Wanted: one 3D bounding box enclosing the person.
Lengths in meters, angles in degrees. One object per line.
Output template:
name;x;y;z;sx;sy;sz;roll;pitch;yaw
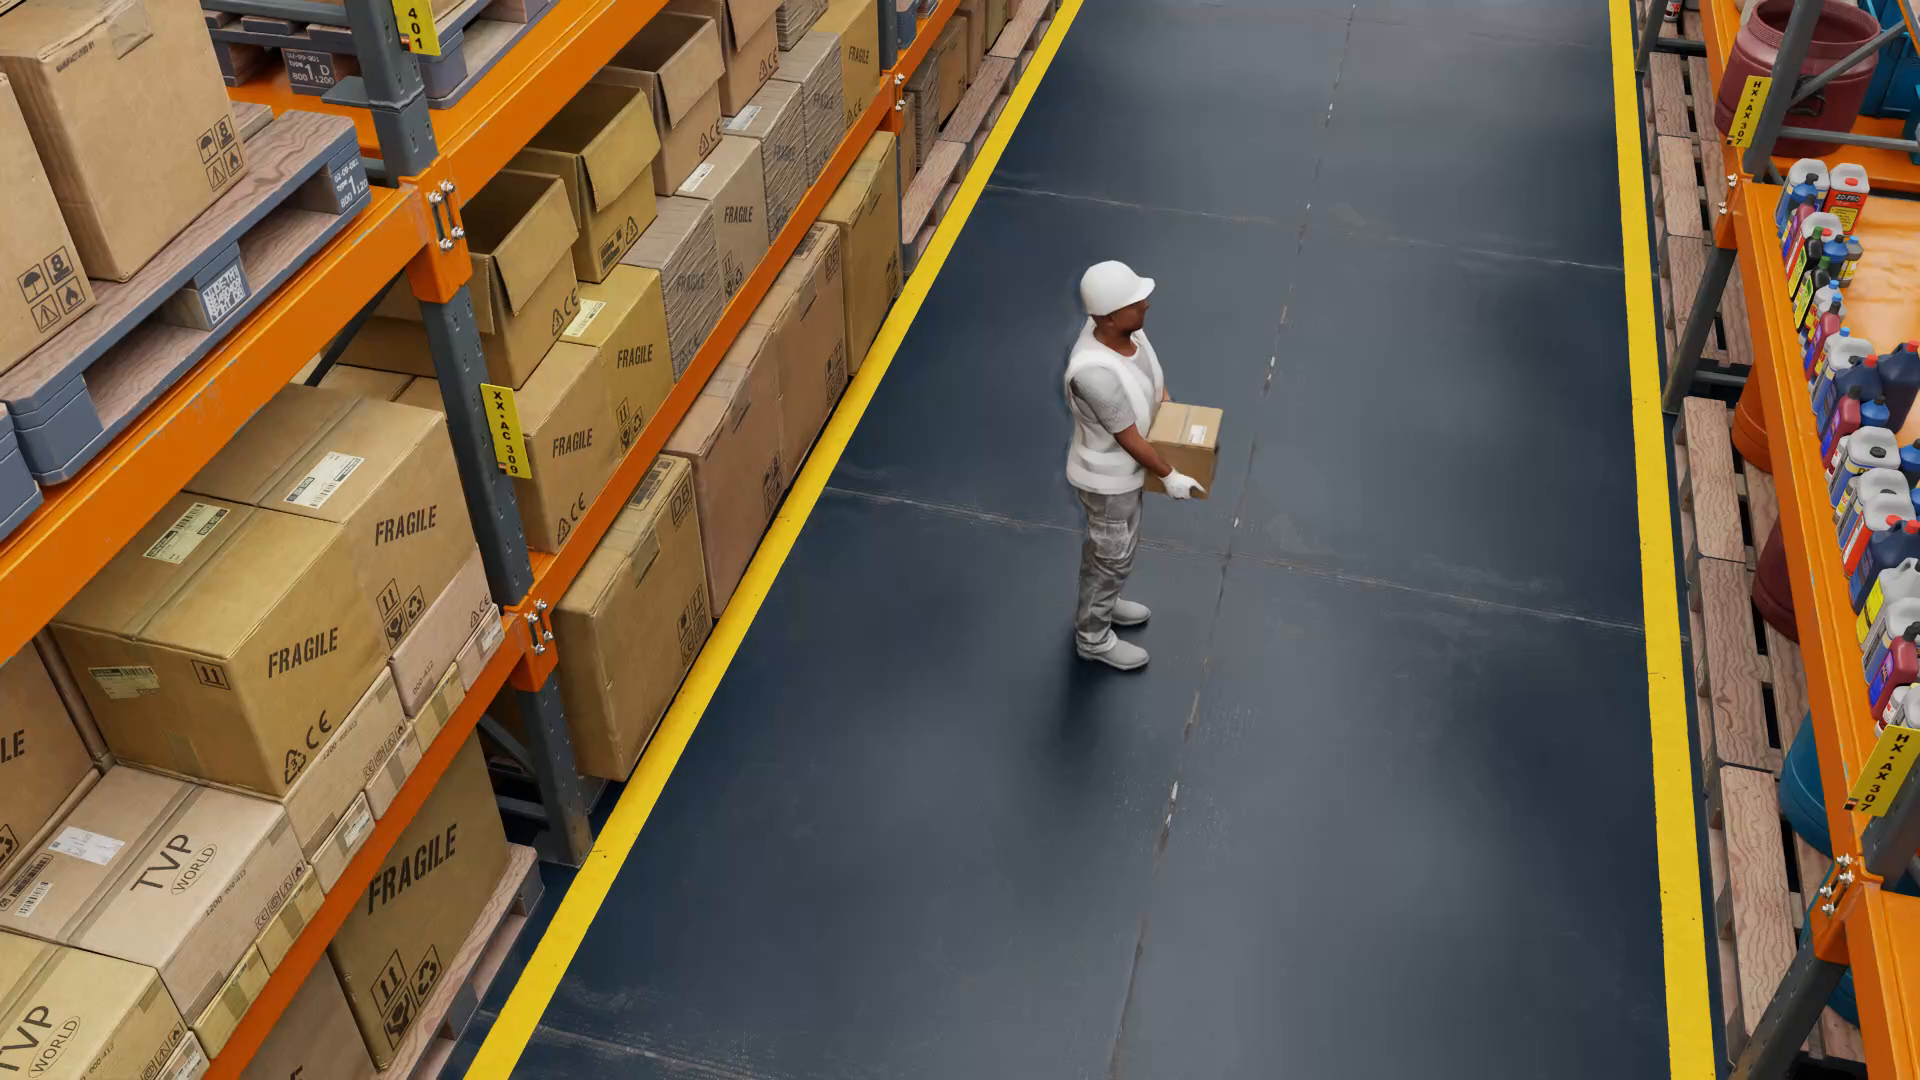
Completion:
person;0.692;-0.275;6.464;0.573;1.783;0.495;9;42;11
